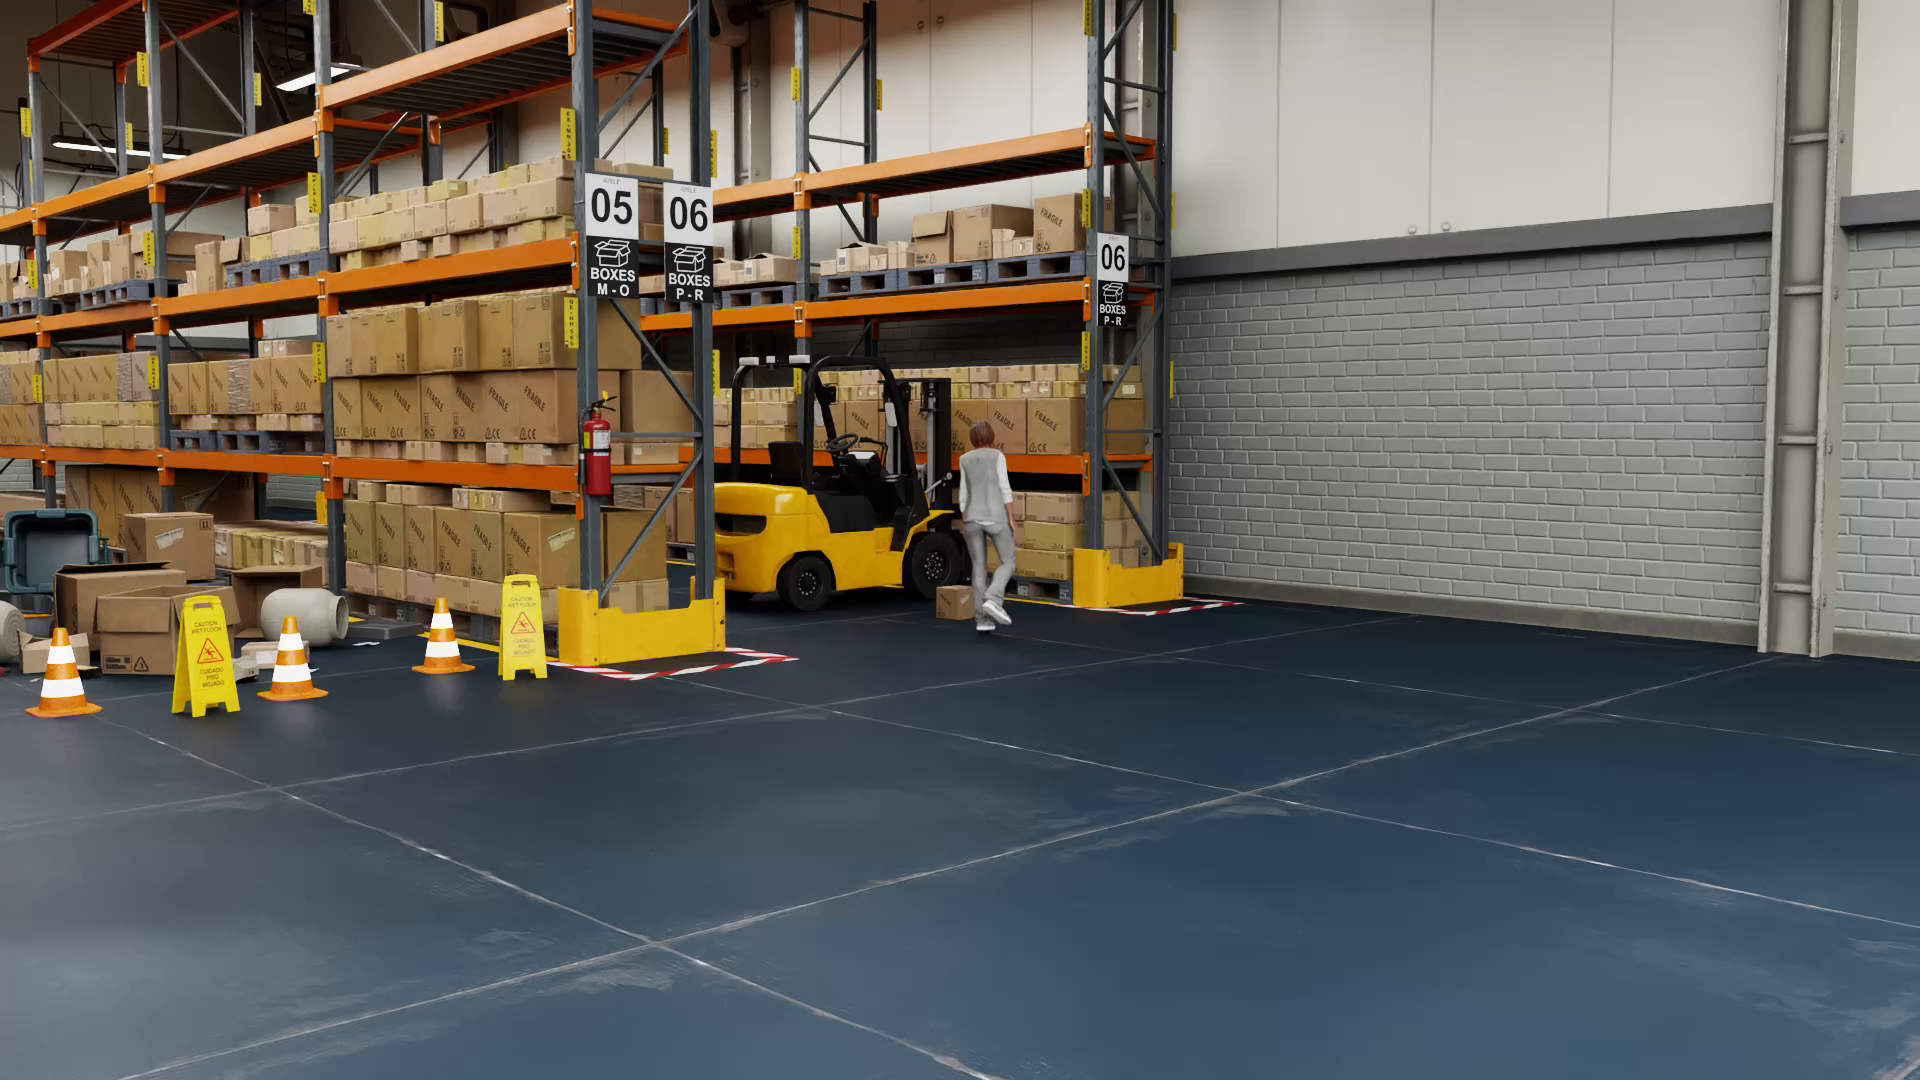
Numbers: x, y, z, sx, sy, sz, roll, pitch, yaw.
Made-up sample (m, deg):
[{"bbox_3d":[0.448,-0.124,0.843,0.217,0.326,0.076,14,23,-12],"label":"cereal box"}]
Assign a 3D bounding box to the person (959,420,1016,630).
[{"bbox_3d":[0.186,-0.103,12.492,0.469,1.594,0.457,2,4,21],"label":"person"}]
